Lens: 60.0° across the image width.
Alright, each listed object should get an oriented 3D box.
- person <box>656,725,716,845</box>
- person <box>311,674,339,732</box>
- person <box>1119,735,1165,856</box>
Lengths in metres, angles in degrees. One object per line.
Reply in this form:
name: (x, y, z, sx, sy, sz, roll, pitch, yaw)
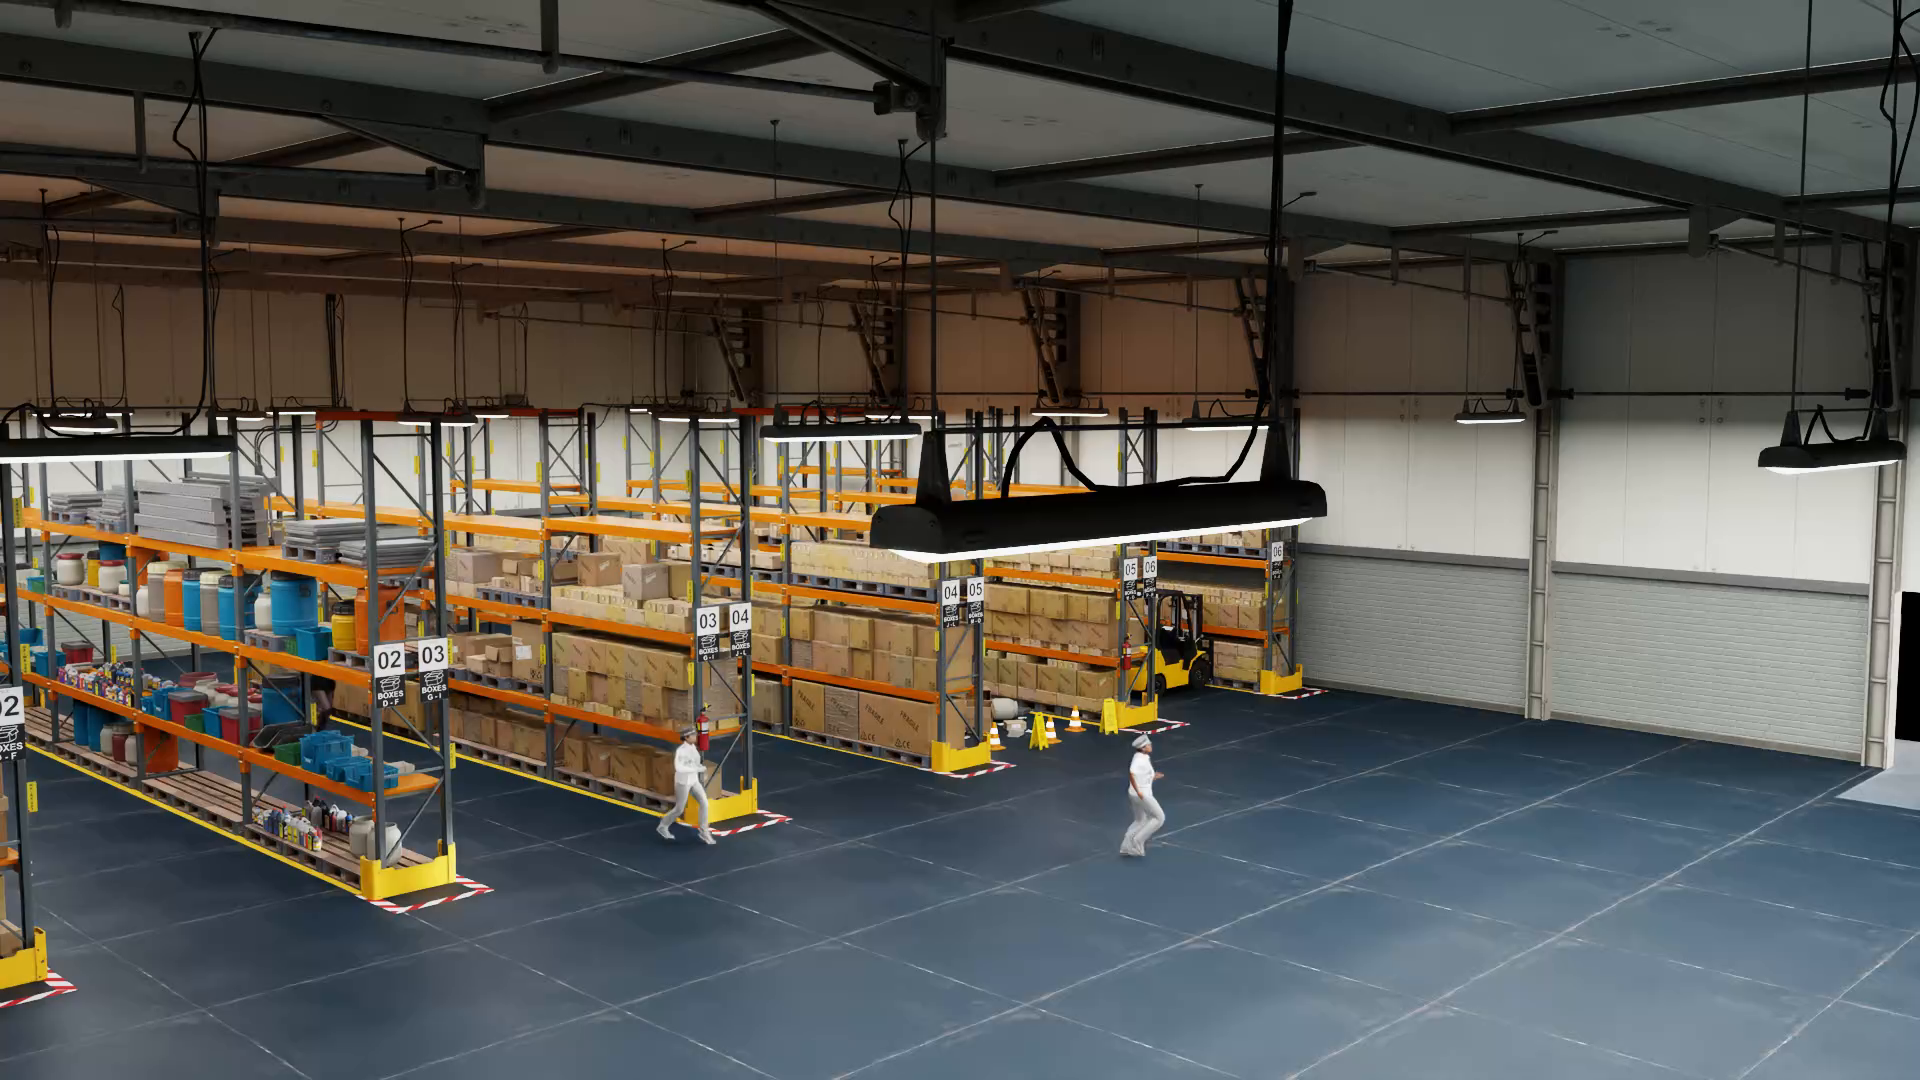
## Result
person: (-3.863, 3.434, 23.332, 0.863, 1.724, 0.638, 2, 5, 18)
person: (-11.671, 2.775, 30.535, 0.778, 1.715, 0.626, 4, 6, 38)
person: (2.497, 3.482, 22.731, 0.638, 1.663, 0.574, 0, 5, -6)
